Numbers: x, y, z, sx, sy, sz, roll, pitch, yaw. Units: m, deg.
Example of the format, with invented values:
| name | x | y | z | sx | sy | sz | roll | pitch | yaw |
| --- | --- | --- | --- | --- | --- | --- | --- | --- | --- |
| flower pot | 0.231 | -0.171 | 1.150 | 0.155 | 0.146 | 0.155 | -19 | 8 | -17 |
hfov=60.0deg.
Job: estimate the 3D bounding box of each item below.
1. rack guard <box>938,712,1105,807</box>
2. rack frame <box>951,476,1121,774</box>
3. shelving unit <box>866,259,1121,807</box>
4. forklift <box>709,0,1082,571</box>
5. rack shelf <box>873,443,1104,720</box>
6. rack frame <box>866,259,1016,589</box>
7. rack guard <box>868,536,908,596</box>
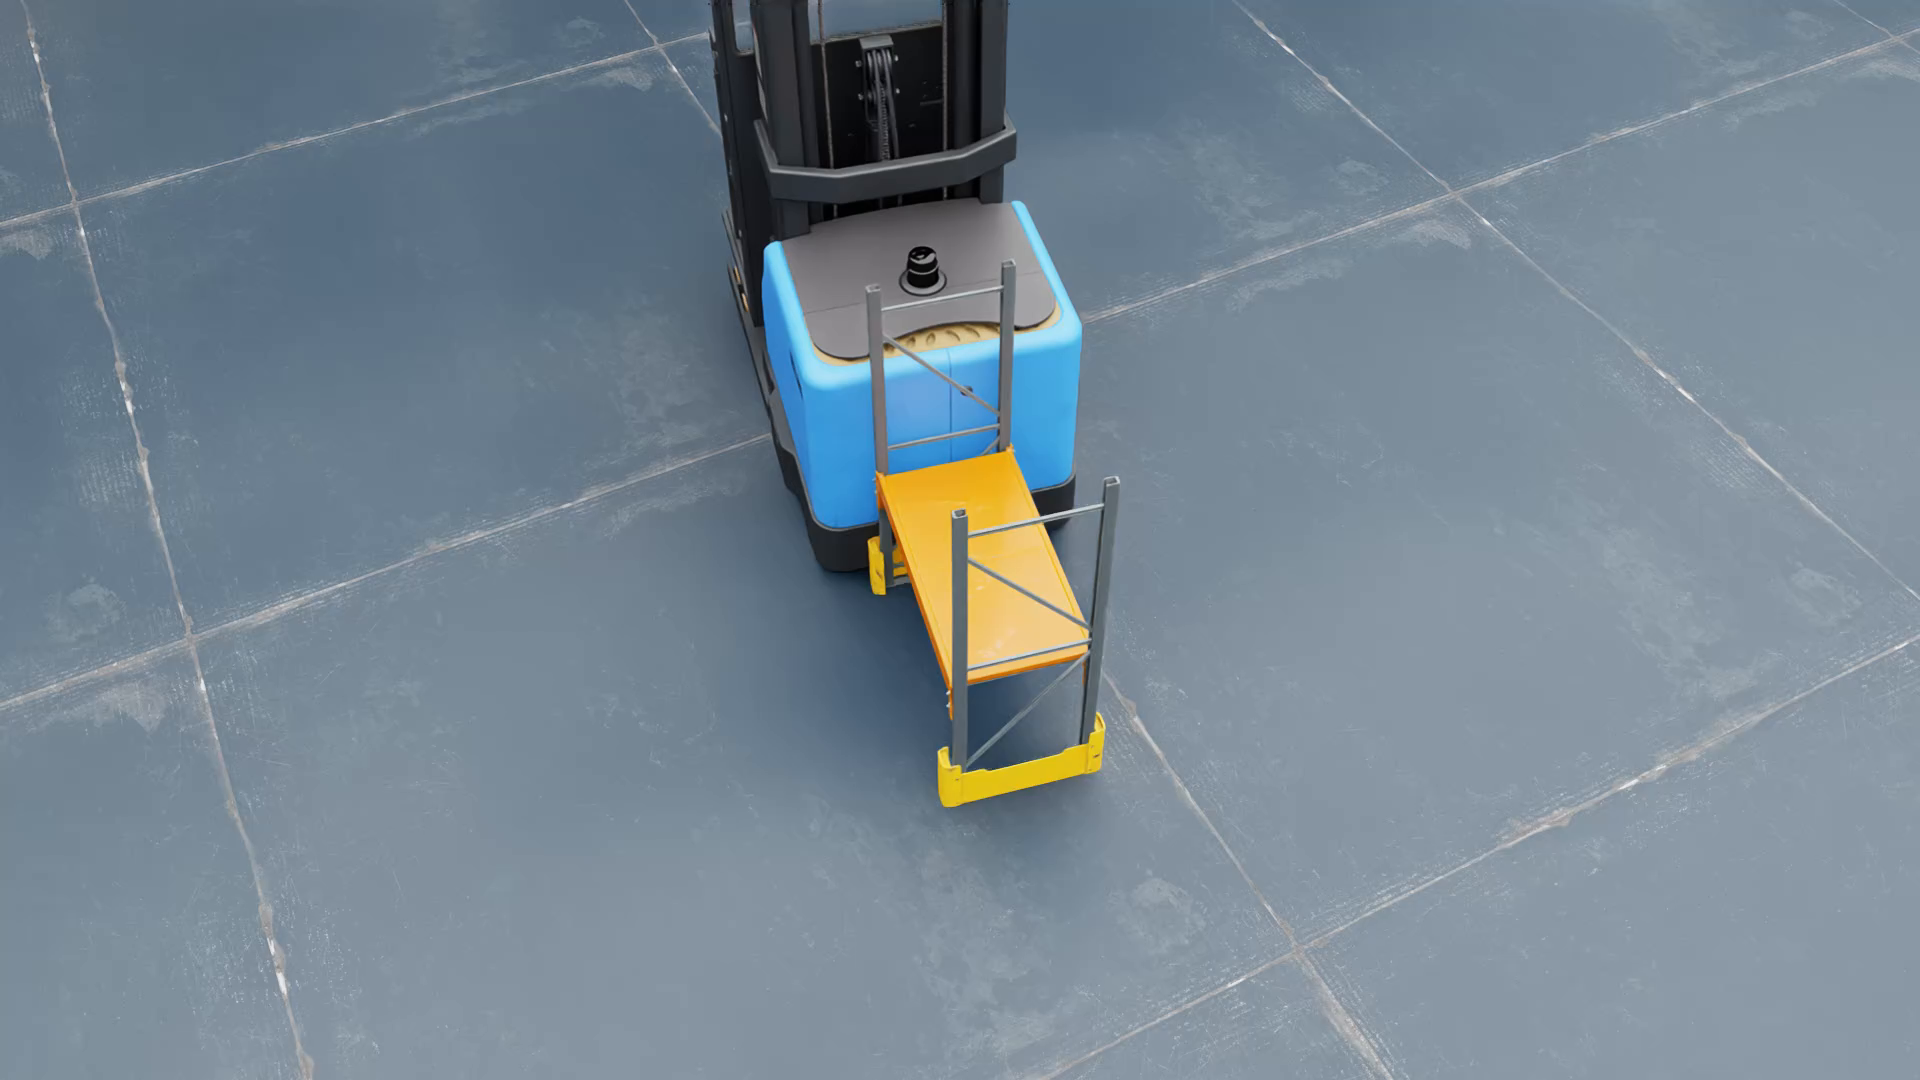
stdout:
| name | x | y | z | sx | sy | sz | roll | pitch | yaw |
| --- | --- | --- | --- | --- | --- | --- | --- | --- | --- |
| rack guard | 0.214 | 0.768 | 5.805 | 0.587 | 0.250 | 0.087 | -12 | 50 | -10 |
| rack frame | 0.219 | 0.370 | 5.322 | 0.500 | 1.500 | 0.032 | -12 | 50 | -10 |
| shelving unit | 0.077 | -0.004 | 5.650 | 0.587 | 1.500 | 1.083 | -12 | 50 | -10 |
| forklift | -0.426 | -1.980 | 6.427 | 1.130 | 2.935 | 3.031 | -12 | 50 | -10 |
| rack shelf | 0.079 | 0.121 | 5.780 | 0.538 | 0.185 | 1.000 | -12 | 50 | -10 |
| rack frame | -0.060 | -0.366 | 5.966 | 0.500 | 1.500 | 0.032 | -12 | 50 | -10 |
| rack guard | -0.060 | 0.047 | 6.436 | 0.587 | 0.250 | 0.087 | -12 | 50 | -10 |
